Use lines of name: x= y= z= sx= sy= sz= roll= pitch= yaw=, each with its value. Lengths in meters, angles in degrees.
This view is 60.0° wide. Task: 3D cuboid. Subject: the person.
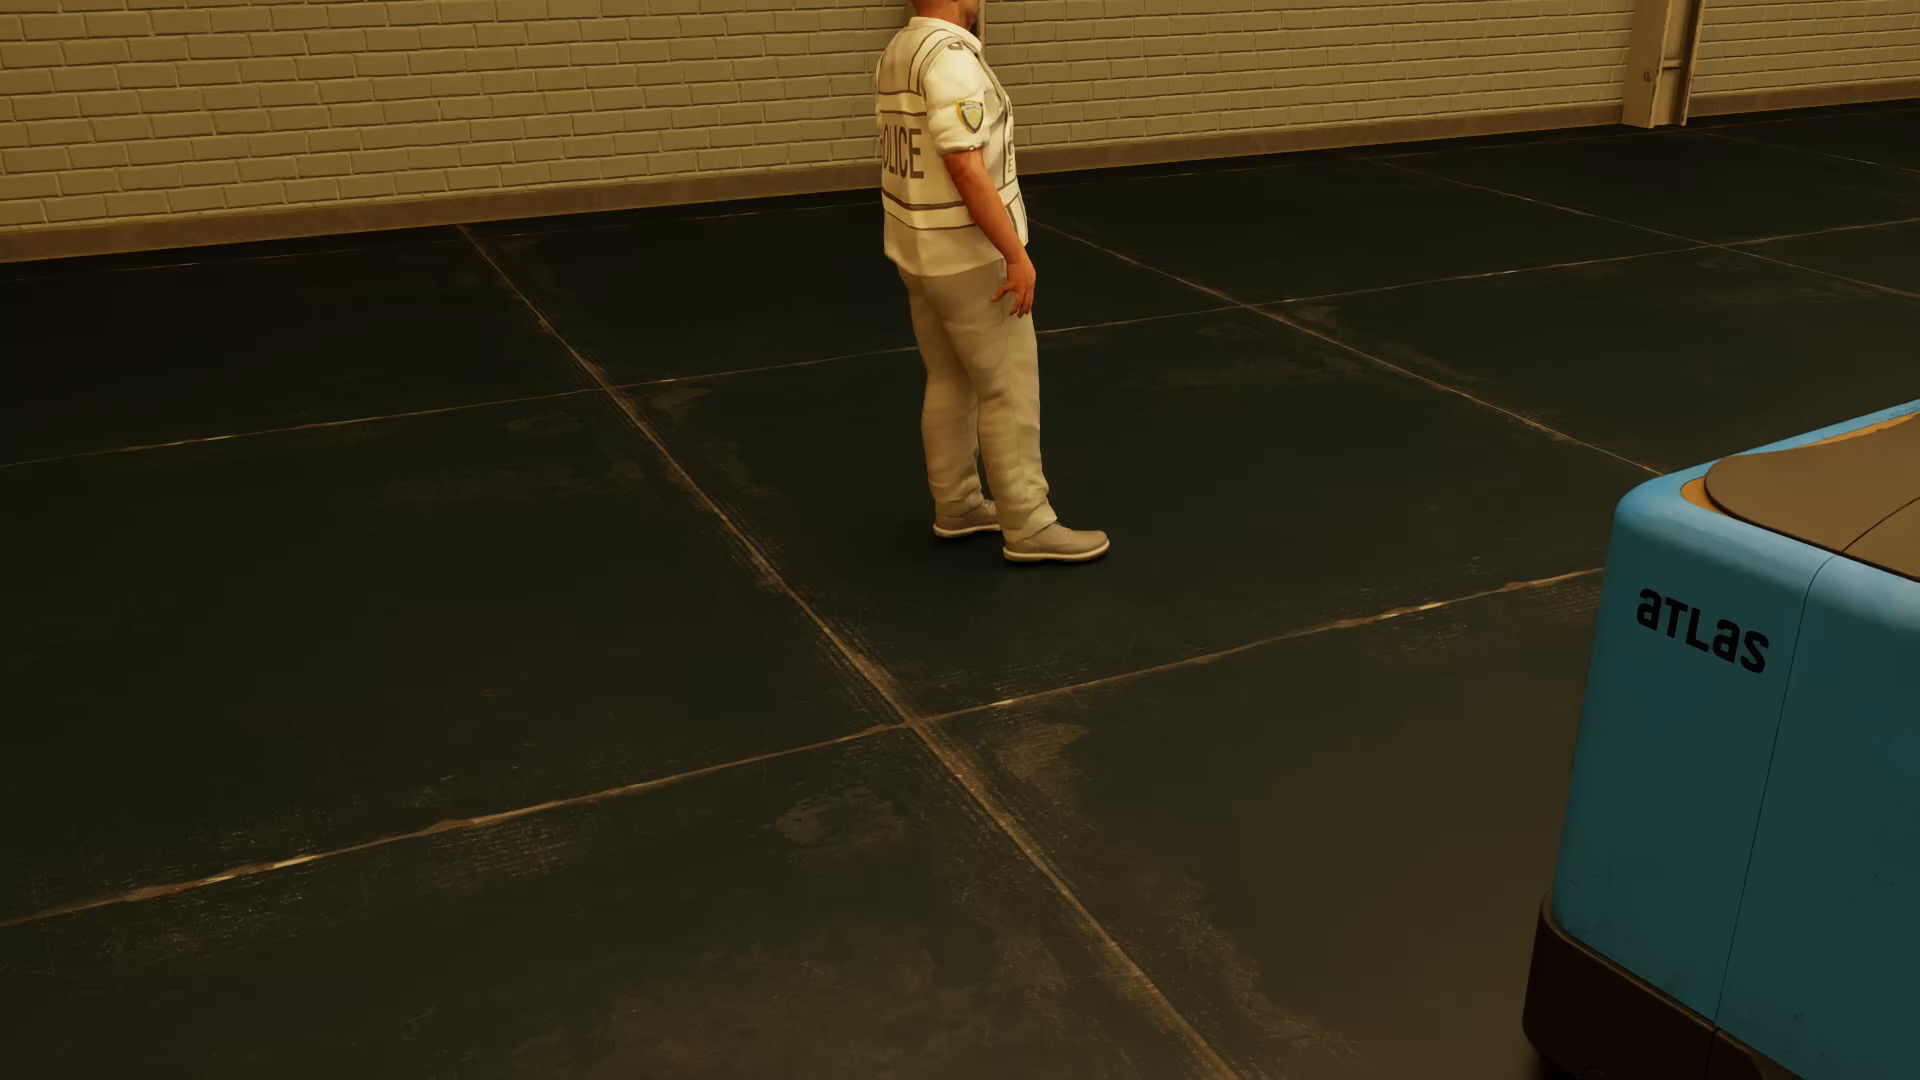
person: x=0.075 y=-0.838 z=4.782 sx=0.575 sy=1.781 sz=0.640 roll=-10 pitch=25 yaw=-23

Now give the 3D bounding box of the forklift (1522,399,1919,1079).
forklift: x=2.194 y=-0.067 z=1.448 sx=1.130 sy=2.935 sz=3.031 roll=-14 pitch=26 yaw=-30
